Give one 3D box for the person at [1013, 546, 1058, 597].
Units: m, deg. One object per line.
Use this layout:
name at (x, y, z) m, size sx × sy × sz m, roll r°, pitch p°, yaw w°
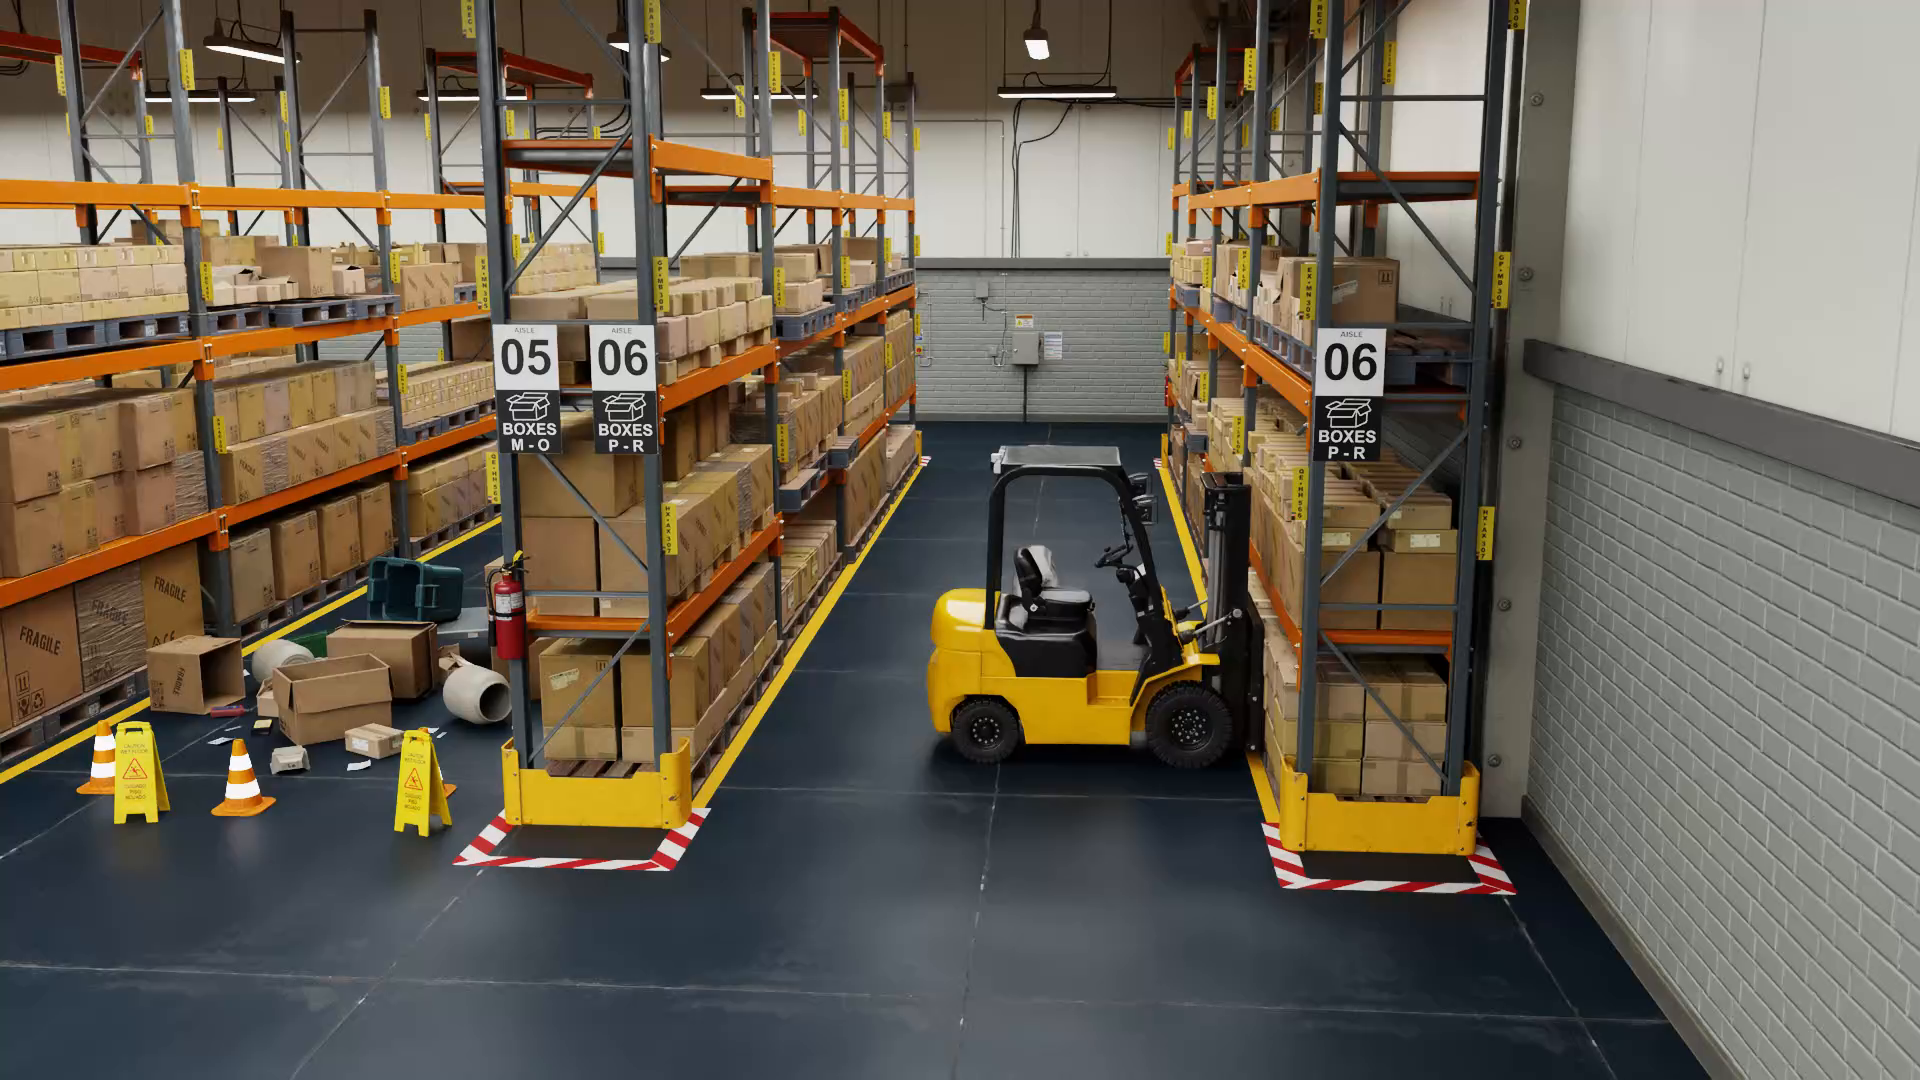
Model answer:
person at (0.691, 0.528, 15.103) m, size 0.422 × 0.886 × 0.853 m, roll 0°, pitch 11°, yaw 1°
